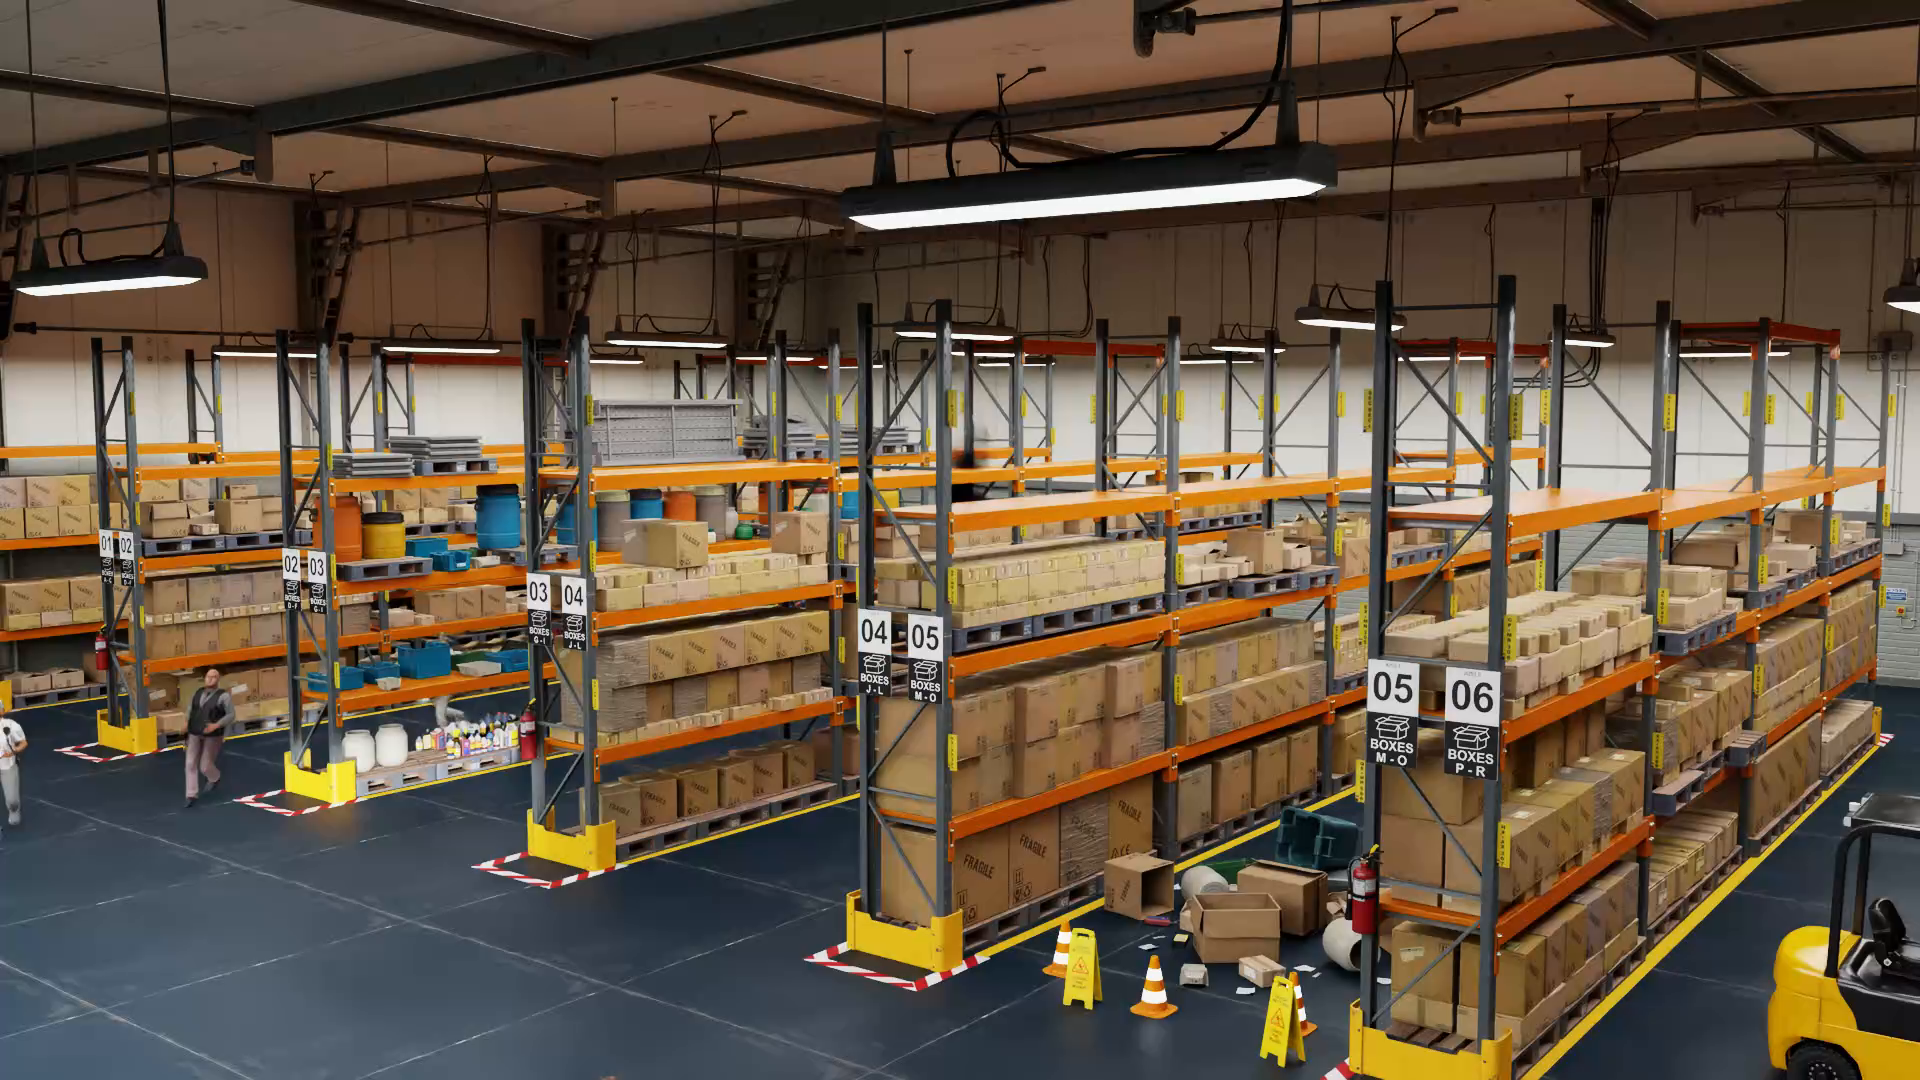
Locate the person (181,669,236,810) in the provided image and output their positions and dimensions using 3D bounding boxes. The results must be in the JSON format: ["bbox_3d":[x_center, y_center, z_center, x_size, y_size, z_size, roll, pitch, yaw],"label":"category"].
[{"bbox_3d":[-9.541,2.496,21.088,0.697,1.703,0.796,0,5,3],"label":"person"}]

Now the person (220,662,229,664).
[{"bbox_3d":[-12.145,1.914,27.429,0.669,1.829,0.726,4,6,36],"label":"person"}]

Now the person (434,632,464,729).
[{"bbox_3d":[-7.653,2.187,24.865,0.619,1.676,0.721,3,6,27],"label":"person"}]

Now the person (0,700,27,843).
[{"bbox_3d":[-11.213,2.664,19.379,0.620,1.632,0.762,-2,5,-24],"label":"person"}]
